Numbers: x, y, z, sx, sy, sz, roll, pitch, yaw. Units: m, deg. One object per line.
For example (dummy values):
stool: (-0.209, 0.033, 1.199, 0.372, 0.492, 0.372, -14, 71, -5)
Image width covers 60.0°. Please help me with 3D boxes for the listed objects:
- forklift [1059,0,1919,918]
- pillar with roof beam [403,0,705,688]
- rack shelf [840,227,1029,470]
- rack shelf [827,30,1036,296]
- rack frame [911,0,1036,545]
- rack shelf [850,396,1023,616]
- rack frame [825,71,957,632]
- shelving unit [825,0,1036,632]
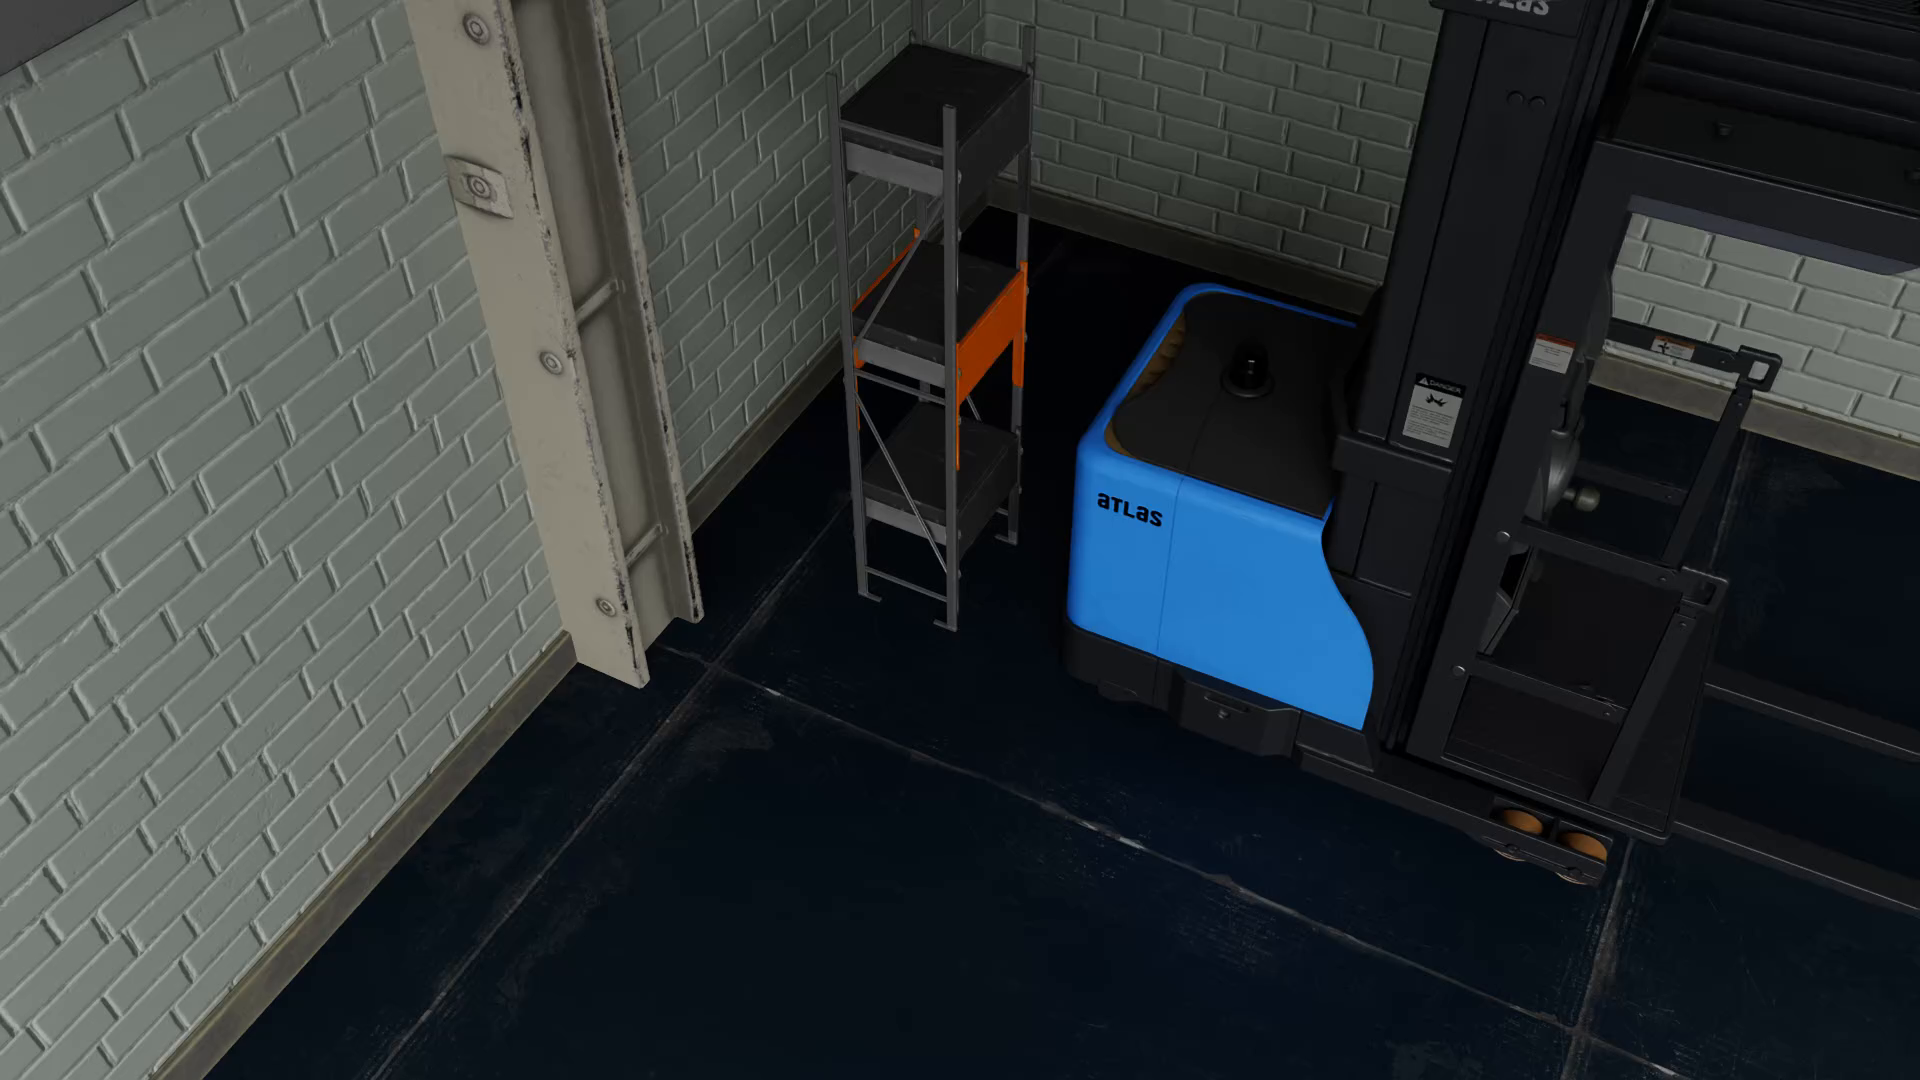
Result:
forklift: (1.894, -0.394, 4.578, 3.031, 2.935, 1.130, 20, 49, 18)
pillar with roof beam: (2.669, -1.403, 1.310, 9.100, 9.000, 0.400, 20, 49, 19)
rack shelf: (-0.077, -0.624, 5.410, 0.431, 0.518, 0.480, 20, 49, 19)
rack shelf: (-0.077, -1.116, 4.912, 0.431, 0.518, 0.480, 20, 49, 19)
rack frame: (0.036, -0.788, 5.552, 0.400, 2.100, 0.015, 20, 49, 19)
rack shelf: (-0.077, -0.132, 5.908, 0.431, 0.518, 0.480, 20, 49, 19)
rack frame: (-0.190, -0.480, 5.248, 0.400, 2.100, 0.015, 20, 49, 19)
shelving unit: (-0.077, -0.634, 5.400, 0.431, 2.100, 0.503, 20, 49, 19)
